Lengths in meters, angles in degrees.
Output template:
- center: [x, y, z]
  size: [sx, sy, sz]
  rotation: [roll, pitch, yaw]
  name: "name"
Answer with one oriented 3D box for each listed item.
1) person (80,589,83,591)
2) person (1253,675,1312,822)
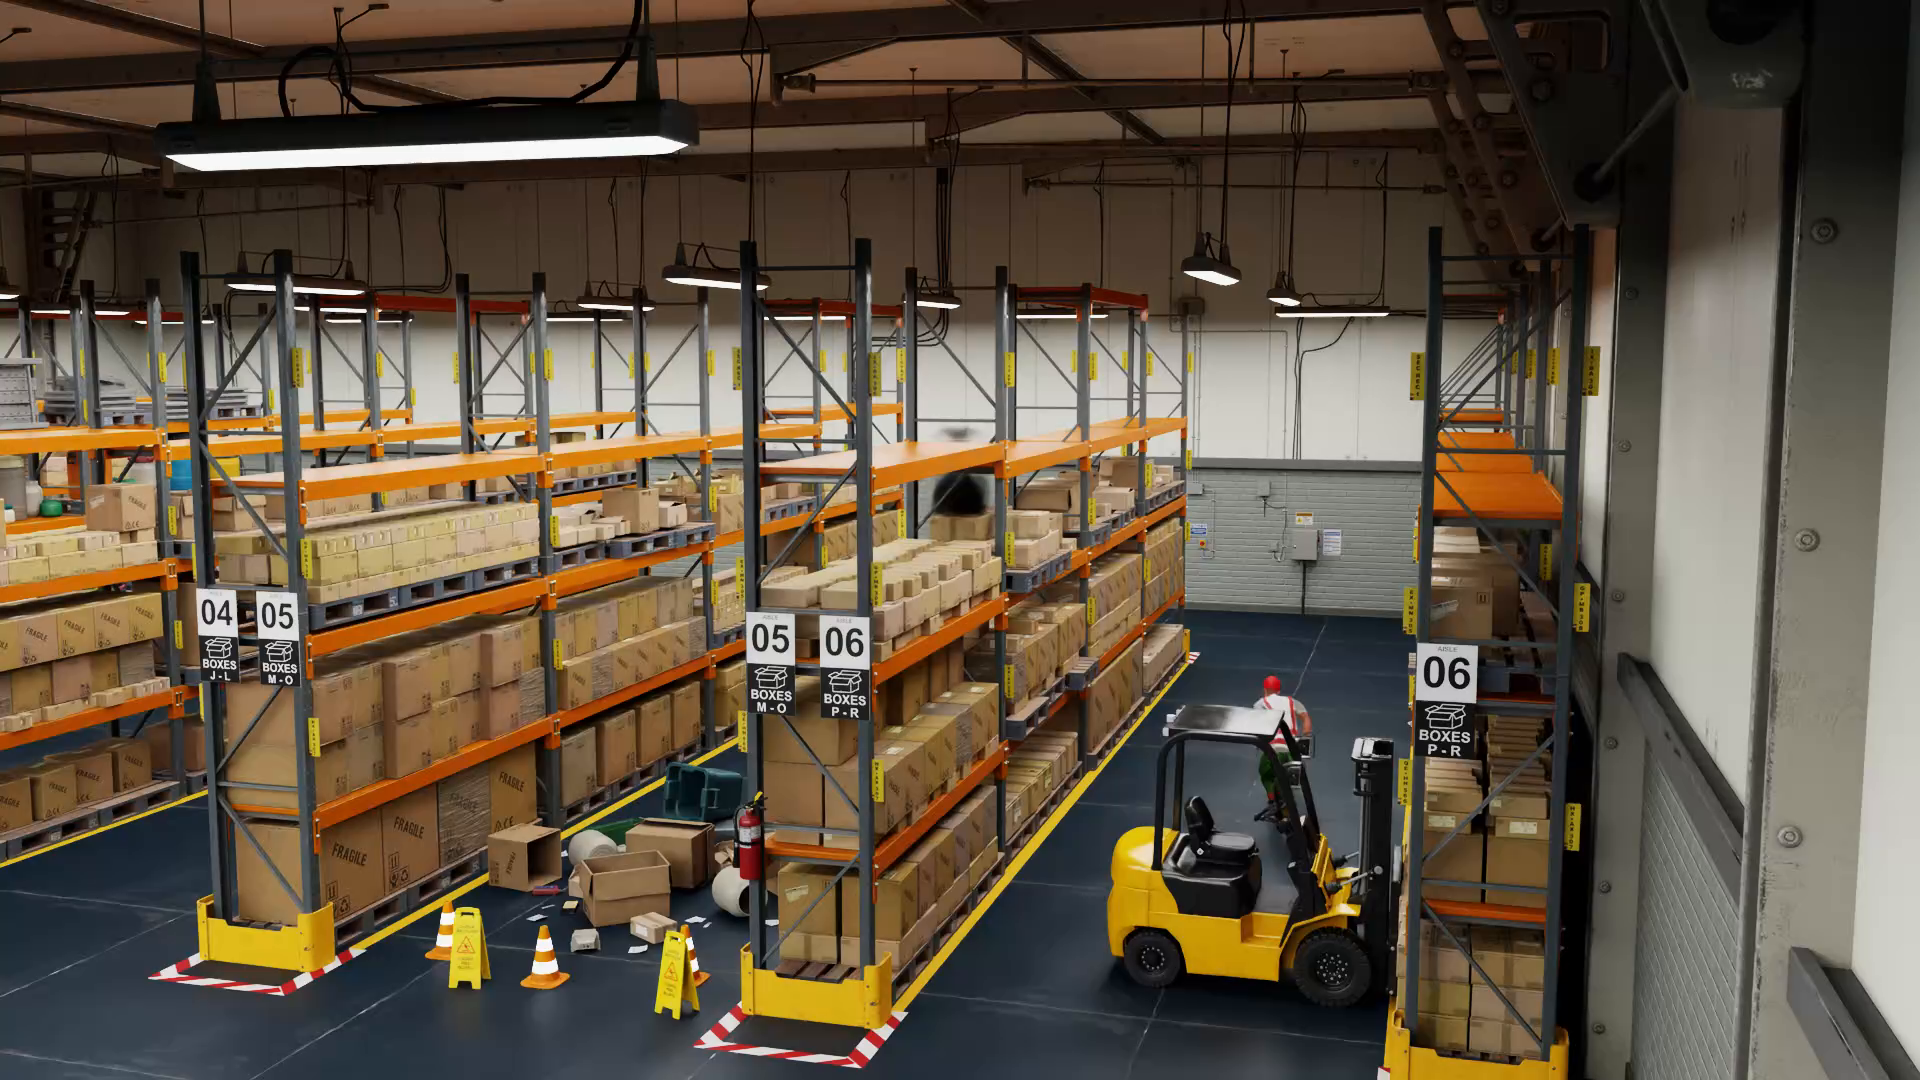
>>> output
- center: [-14.412, 1.273, 27.009]
  size: [0.695, 1.789, 0.721]
  rotation: [1, 6, 9]
  name: "person"
- center: [3.558, 2.342, 18.345]
  size: [0.674, 1.590, 0.989]
  rotation: [-1, 6, -6]
  name: "person"
